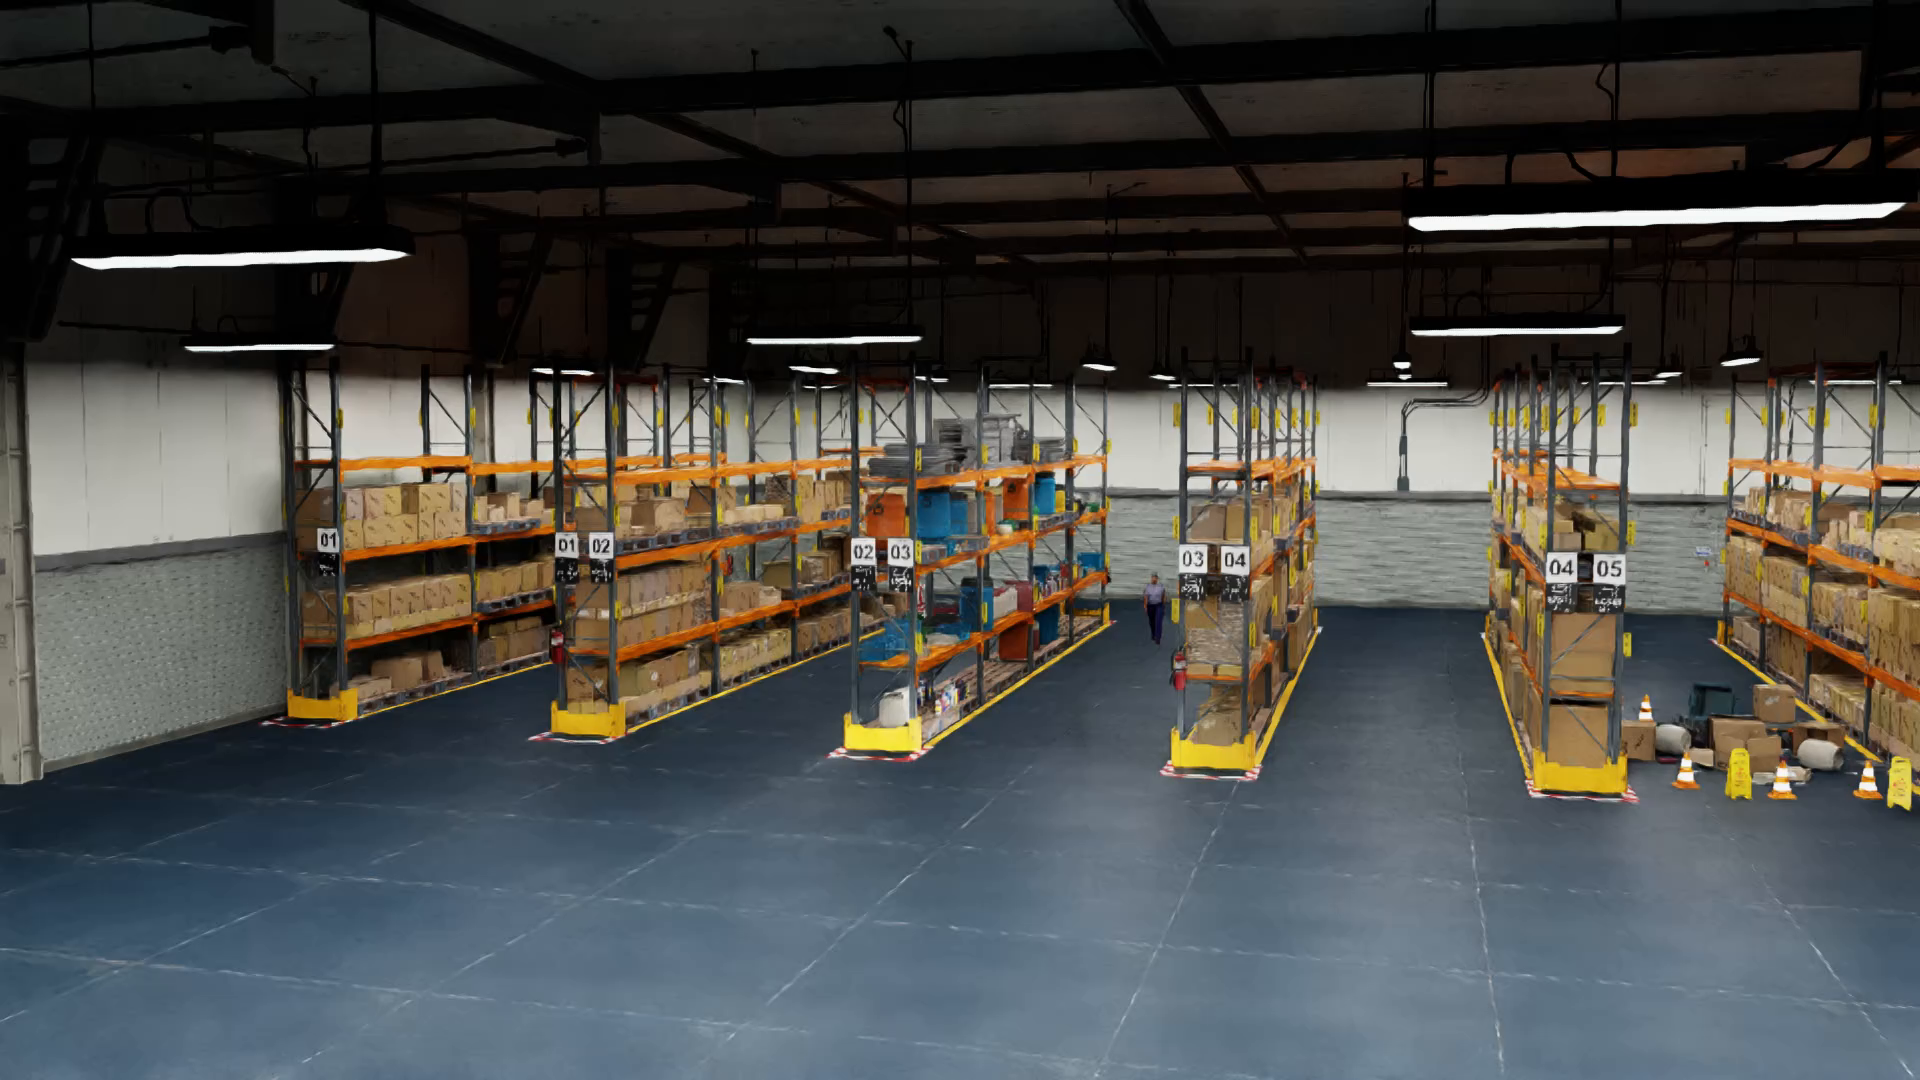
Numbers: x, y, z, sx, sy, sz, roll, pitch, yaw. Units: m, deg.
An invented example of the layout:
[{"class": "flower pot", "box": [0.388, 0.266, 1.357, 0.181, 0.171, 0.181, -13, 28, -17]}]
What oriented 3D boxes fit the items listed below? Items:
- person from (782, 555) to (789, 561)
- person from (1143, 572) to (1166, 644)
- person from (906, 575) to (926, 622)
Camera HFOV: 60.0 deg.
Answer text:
[{"class": "person", "box": [-4.155, 1.209, 39.868, 0.591, 1.698, 1.194, 1, 4, 17]}, {"class": "person", "box": [4.315, 1.495, 36.962, 0.479, 1.564, 1.090, 1, 4, 18]}, {"class": "person", "box": [-0.921, 1.524, 35.565, 0.565, 1.736, 1.043, 1, 4, 14]}]
